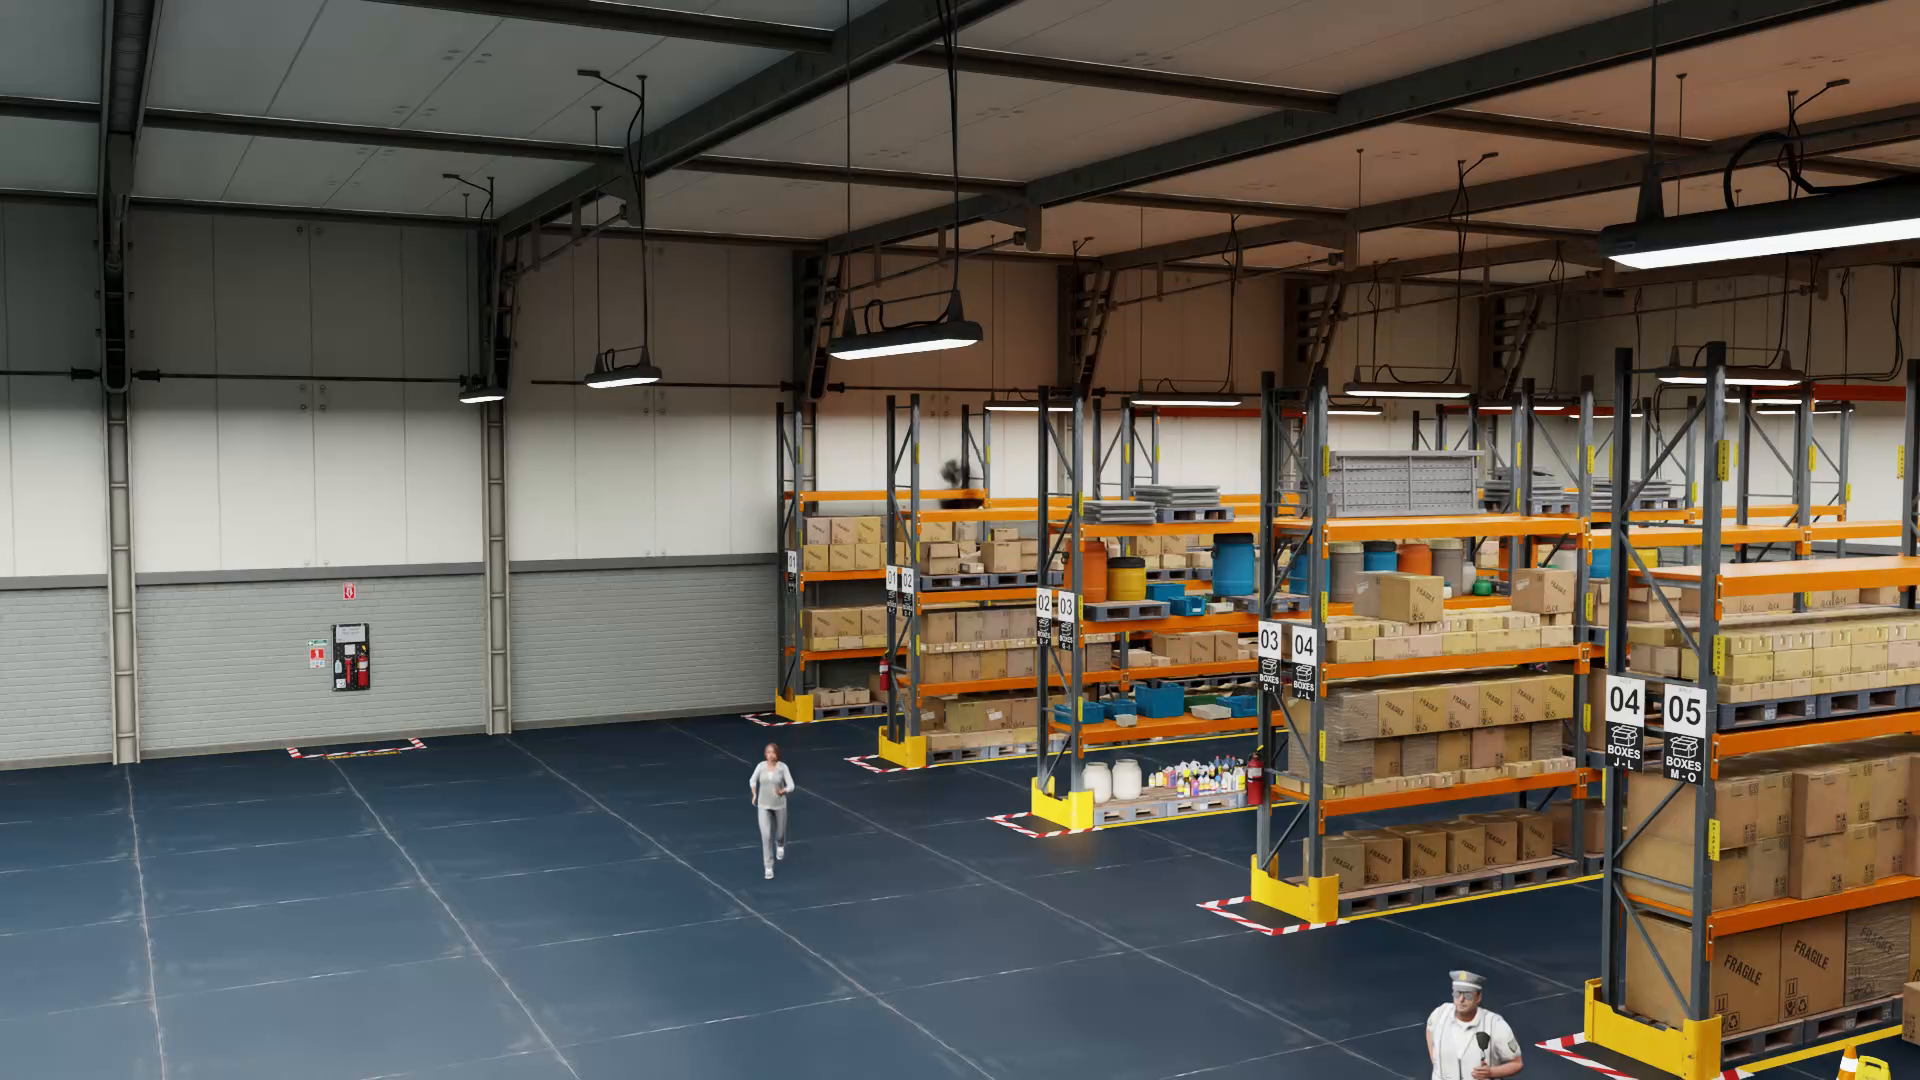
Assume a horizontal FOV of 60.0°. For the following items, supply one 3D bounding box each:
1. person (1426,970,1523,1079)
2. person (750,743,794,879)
[{"bbox_3d":[3.322,3.679,10.797,0.631,1.842,0.830,1,3,22],"label":"person"},{"bbox_3d":[-2.276,3.234,20.104,0.547,1.569,0.822,0,3,-3],"label":"person"}]
